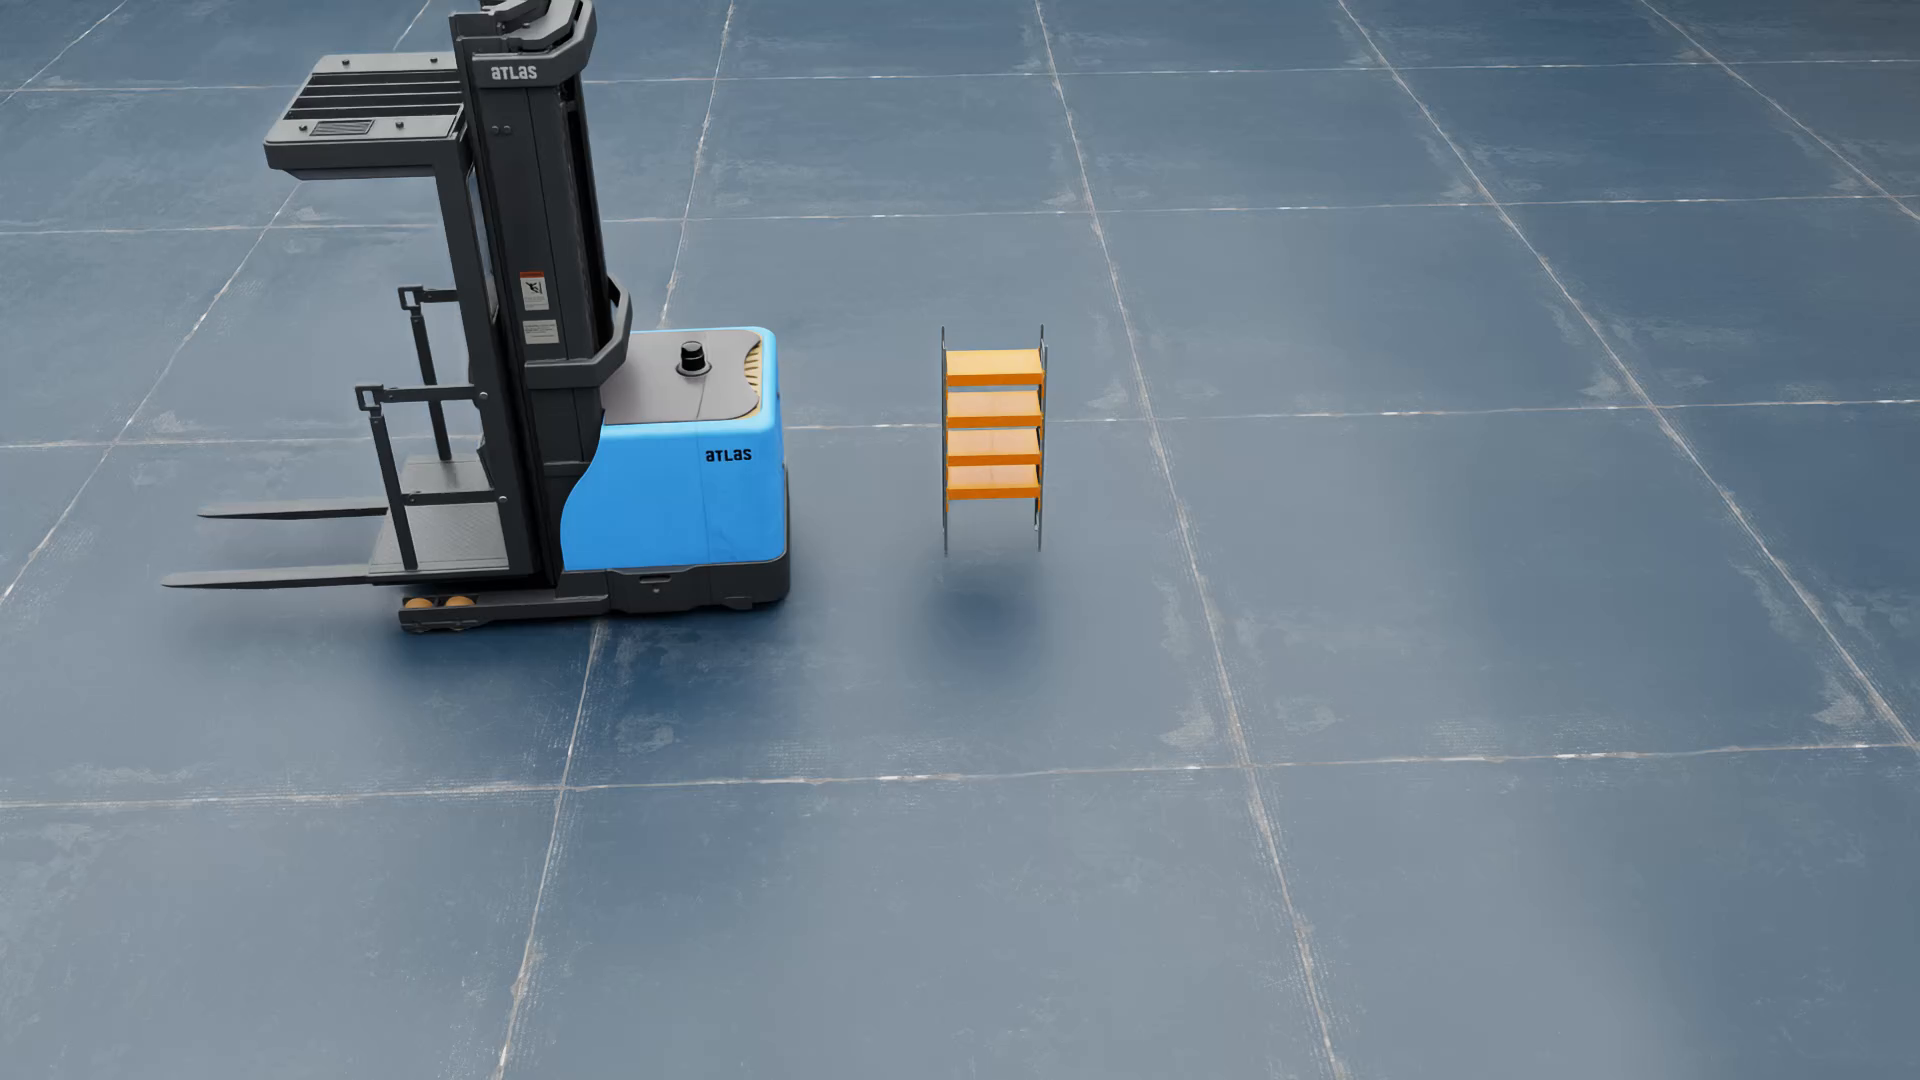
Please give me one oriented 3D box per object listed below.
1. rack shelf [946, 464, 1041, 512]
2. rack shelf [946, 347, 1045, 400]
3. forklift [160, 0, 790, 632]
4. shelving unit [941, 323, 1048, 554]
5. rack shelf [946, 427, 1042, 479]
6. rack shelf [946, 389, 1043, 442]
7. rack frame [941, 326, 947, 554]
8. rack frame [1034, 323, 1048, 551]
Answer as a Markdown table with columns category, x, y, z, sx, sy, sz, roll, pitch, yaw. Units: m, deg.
| category | x | y | z | sx | sy | sz | roll | pitch | yaw |
| --- | --- | --- | --- | --- | --- | --- | --- | --- | --- |
| rack shelf | 0.165 | -0.279 | 8.566 | 0.480 | 0.148 | 0.258 | -2 | 35 | -2 |
| rack shelf | 0.165 | -0.821 | 8.191 | 0.480 | 0.148 | 0.258 | -2 | 35 | -2 |
| forklift | -2.394 | -1.070 | 7.720 | 3.031 | 2.935 | 1.130 | -3 | 35 | -4 |
| shelving unit | 0.165 | -0.498 | 8.415 | 0.503 | 1.200 | 0.258 | -2 | 35 | -2 |
| rack shelf | 0.165 | -0.443 | 8.453 | 0.480 | 0.148 | 0.258 | -2 | 35 | -2 |
| rack shelf | 0.165 | -0.626 | 8.326 | 0.480 | 0.148 | 0.258 | -2 | 35 | -2 |
| rack frame | -0.078 | -0.491 | 8.405 | 0.015 | 1.200 | 0.240 | -2 | 35 | -2 |
| rack frame | 0.409 | -0.504 | 8.424 | 0.015 | 1.200 | 0.240 | -2 | 35 | -2 |
